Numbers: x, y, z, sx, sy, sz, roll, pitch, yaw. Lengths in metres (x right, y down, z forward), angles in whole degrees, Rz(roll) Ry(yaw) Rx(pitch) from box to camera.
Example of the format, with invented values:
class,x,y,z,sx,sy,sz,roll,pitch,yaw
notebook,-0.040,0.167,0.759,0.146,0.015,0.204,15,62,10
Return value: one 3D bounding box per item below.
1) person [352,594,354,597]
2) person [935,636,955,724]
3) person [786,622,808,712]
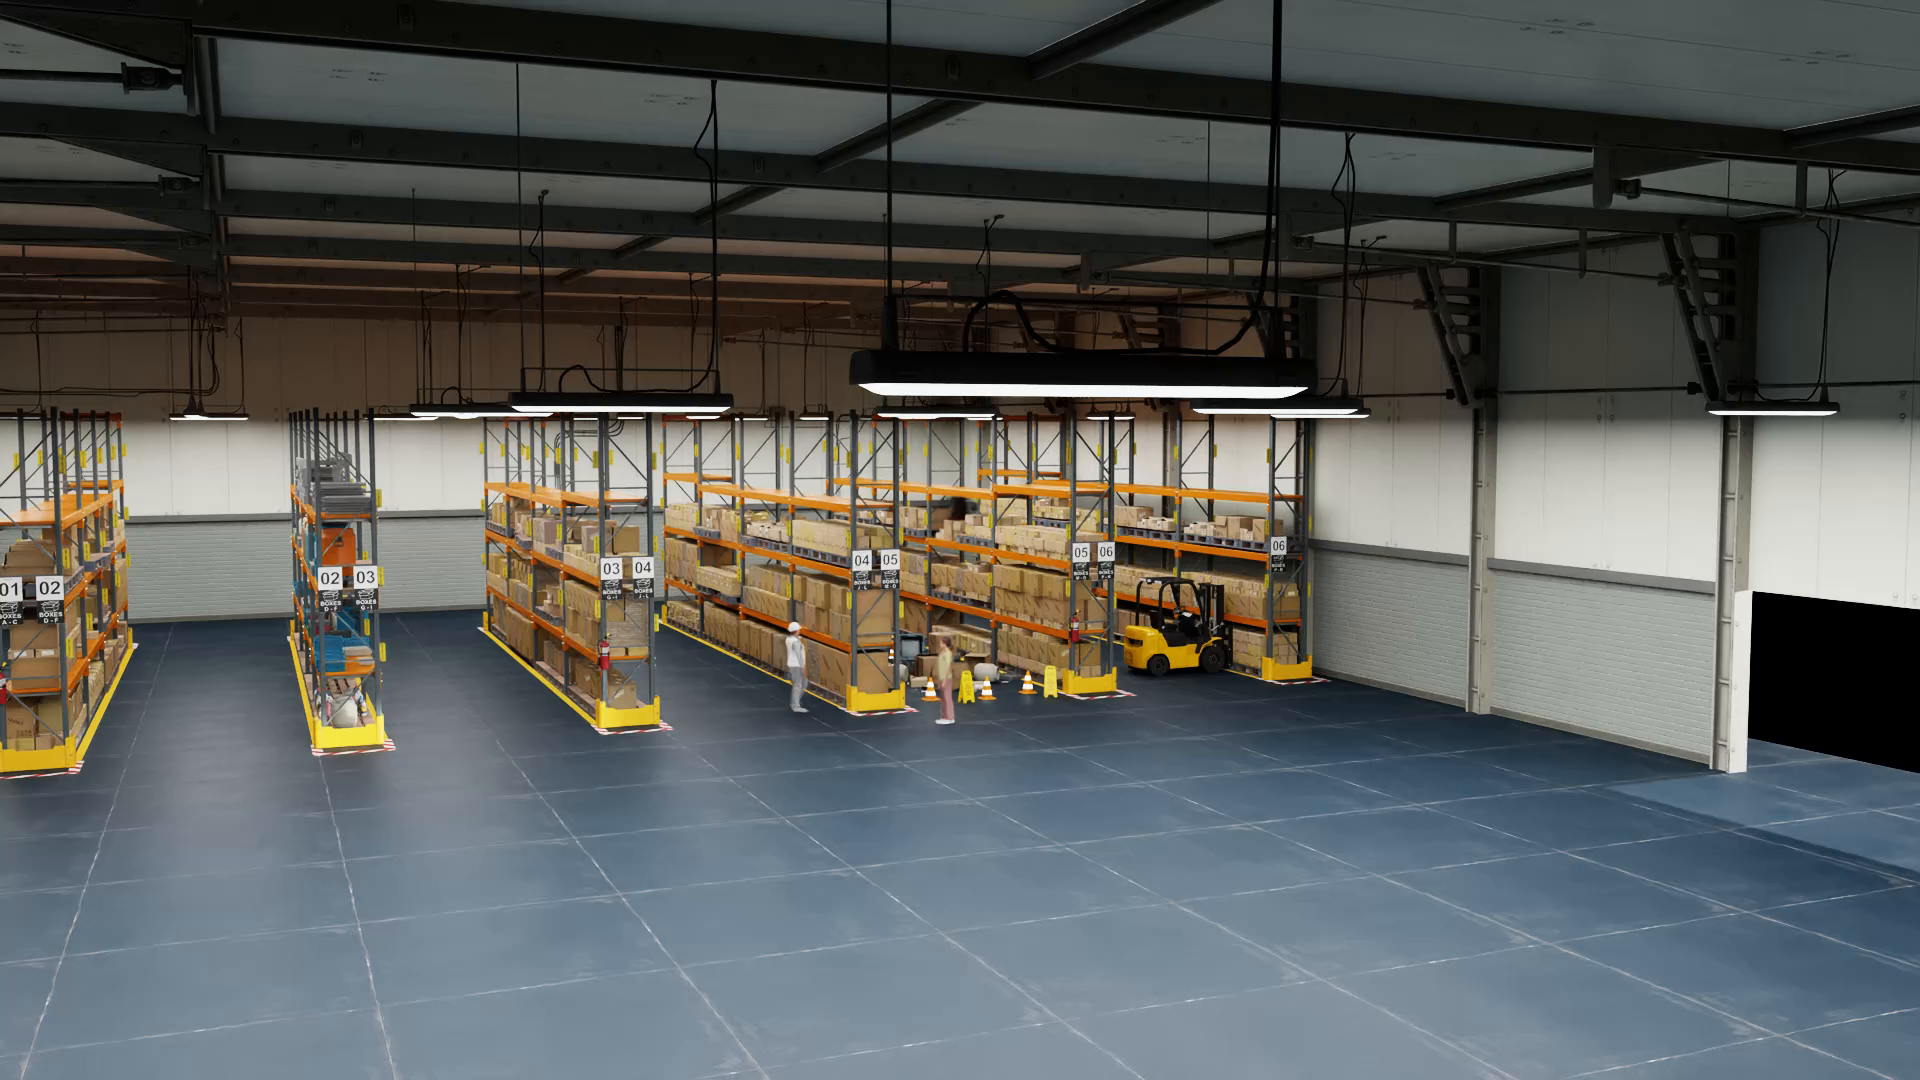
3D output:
class,x,y,z,sx,sy,sz,roll,pitch,yaw
person,-17.216,1.634,47.185,0.500,1.566,0.446,0,4,3
person,-0.275,2.682,31.690,0.348,1.675,0.484,-1,4,-13
person,-3.240,2.541,33.069,0.436,1.814,0.544,0,4,-7
